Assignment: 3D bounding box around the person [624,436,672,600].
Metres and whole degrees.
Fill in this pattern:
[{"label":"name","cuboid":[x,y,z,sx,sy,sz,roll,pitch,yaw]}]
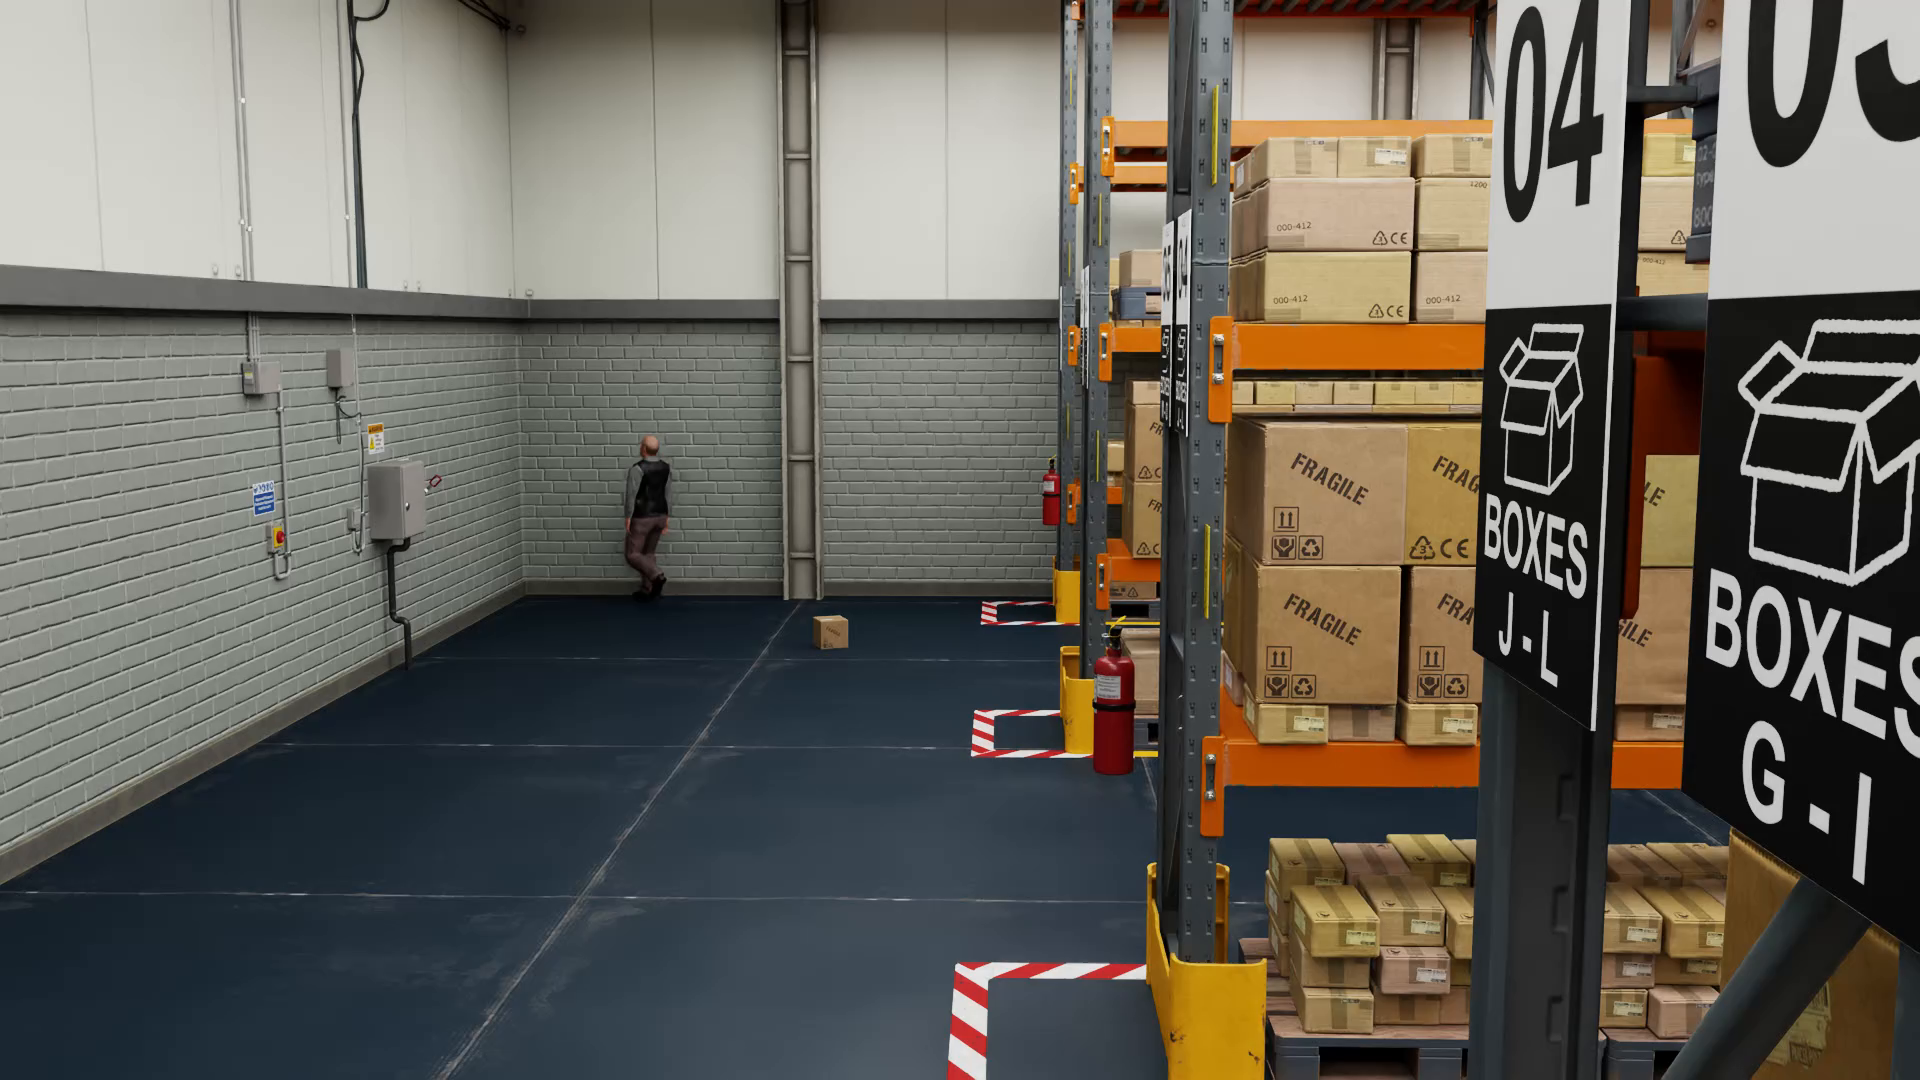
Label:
[{"label":"person","cuboid":[-3.174,-0.211,16.959,0.722,1.703,0.536,6,9,40]}]
